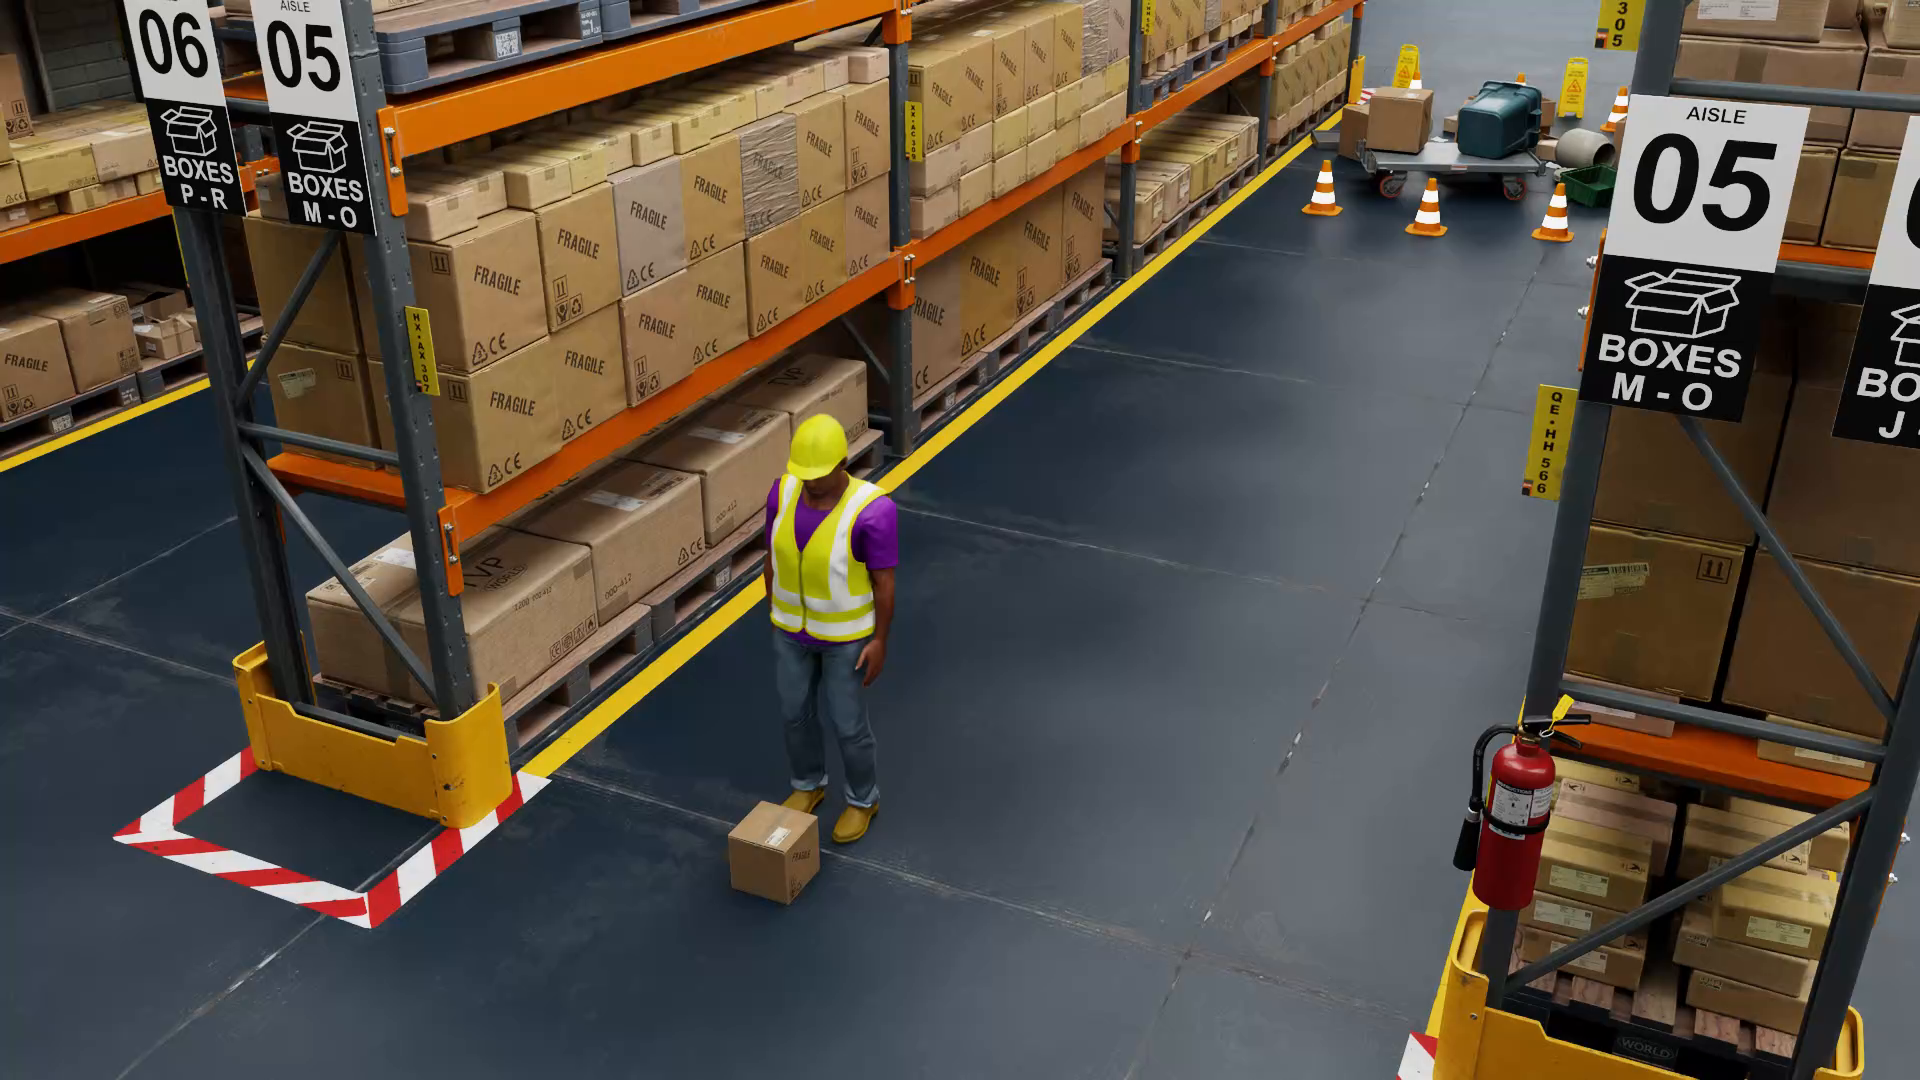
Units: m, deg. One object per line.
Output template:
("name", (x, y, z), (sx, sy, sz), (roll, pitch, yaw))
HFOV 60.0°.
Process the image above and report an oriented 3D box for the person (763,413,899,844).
("person", (-0.507, 0.338, 6.405), (0.568, 1.762, 0.371), (12, 28, 23))
